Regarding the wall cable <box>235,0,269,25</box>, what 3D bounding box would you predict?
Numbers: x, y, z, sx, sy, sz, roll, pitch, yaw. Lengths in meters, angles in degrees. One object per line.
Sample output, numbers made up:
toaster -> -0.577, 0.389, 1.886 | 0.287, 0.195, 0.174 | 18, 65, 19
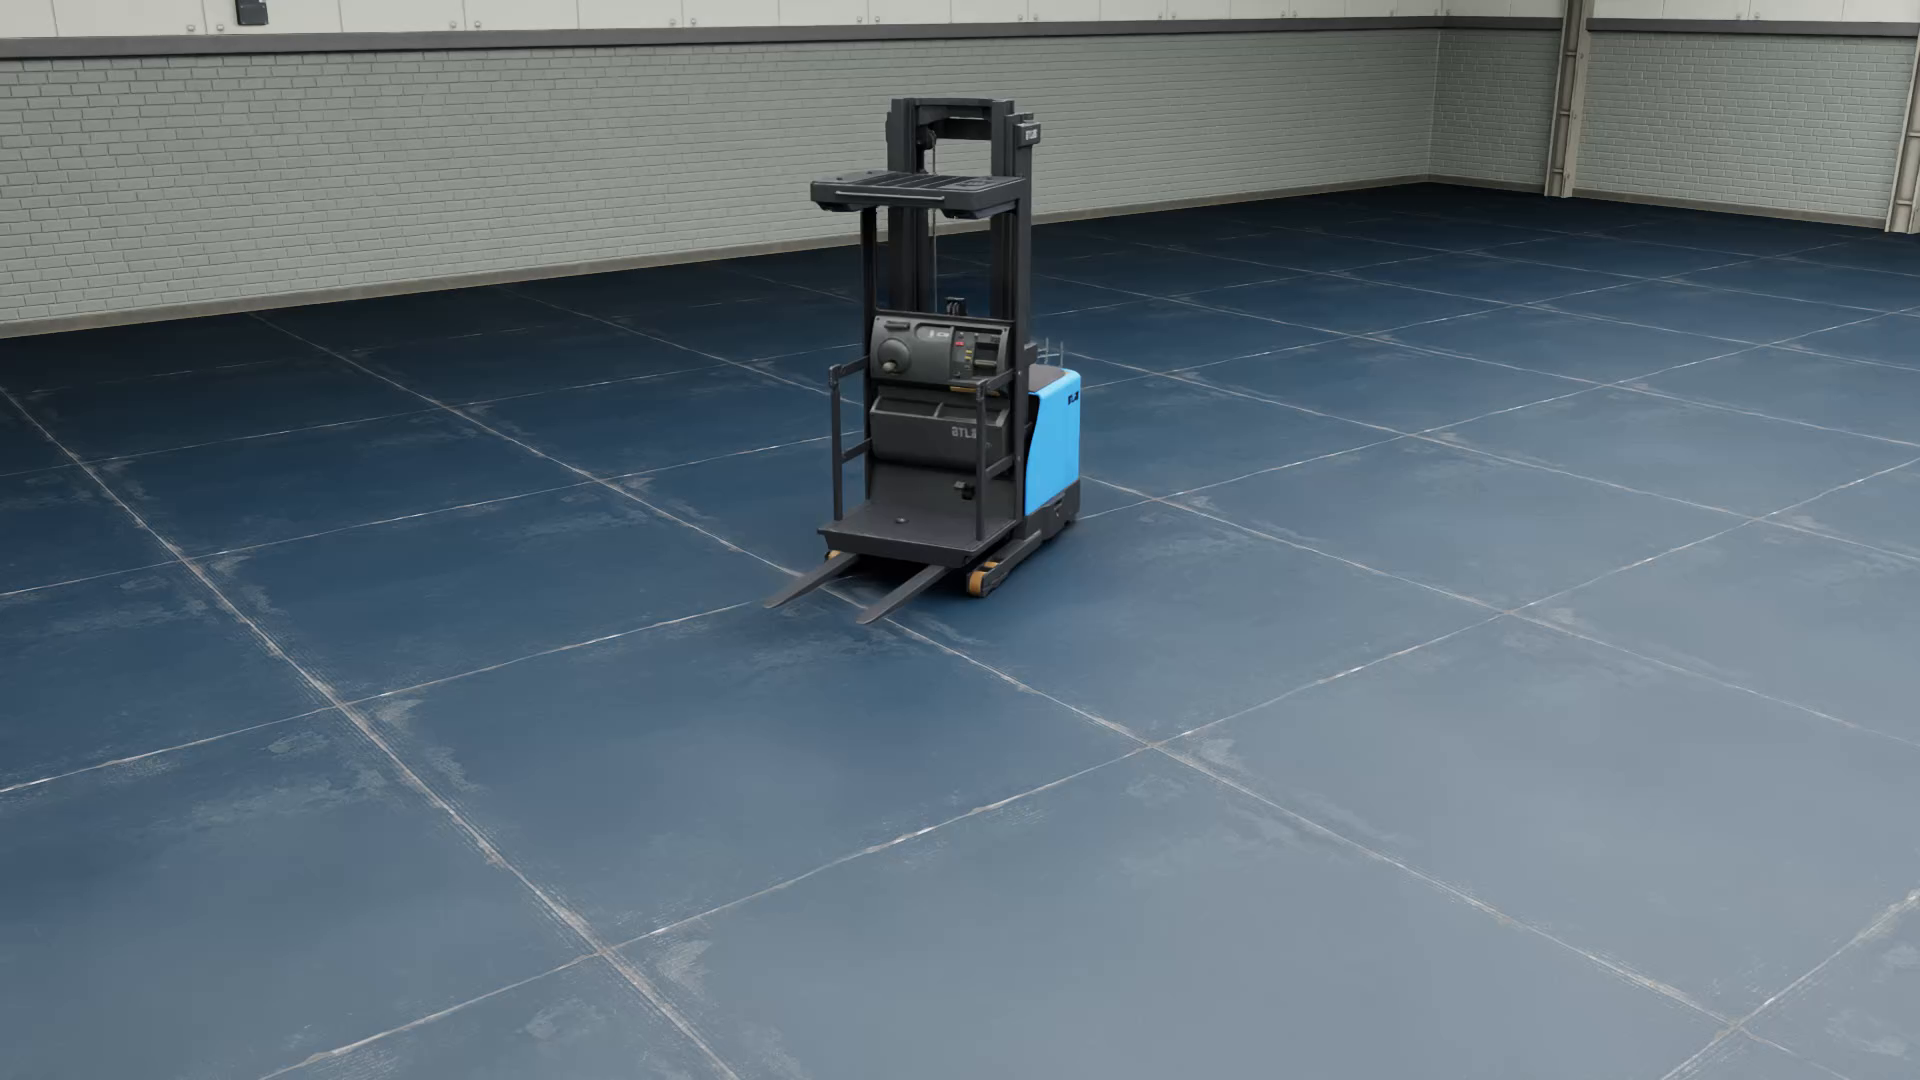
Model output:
wall cable -> -7.142, -8.833, 18.312 | 2.305, 6.003, 0.169 | -14, 23, -36

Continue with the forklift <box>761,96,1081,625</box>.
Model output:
forklift -> -0.217, -1.190, 10.293 | 1.130, 2.935, 3.031 | 8, 20, 23

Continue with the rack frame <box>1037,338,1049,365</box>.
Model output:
rack frame -> 0.534, -0.863, 12.060 | 0.240, 1.200, 0.006 | -11, 21, -29

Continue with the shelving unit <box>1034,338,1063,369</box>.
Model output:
shelving unit -> 0.581, -0.839, 11.985 | 0.258, 1.200, 0.189 | -11, 21, -29

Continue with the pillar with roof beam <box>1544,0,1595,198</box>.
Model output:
pillar with roof beam -> 7.517, -9.693, 26.320 | 9.100, 9.000, 0.400 | -14, 23, -36

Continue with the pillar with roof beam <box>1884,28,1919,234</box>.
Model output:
pillar with roof beam -> 11.242, -8.215, 21.855 | 9.100, 9.000, 0.400 | -14, 23, -36

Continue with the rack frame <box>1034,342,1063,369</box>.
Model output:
rack frame -> 0.627, -0.815, 11.910 | 0.240, 1.200, 0.006 | -11, 21, -29
